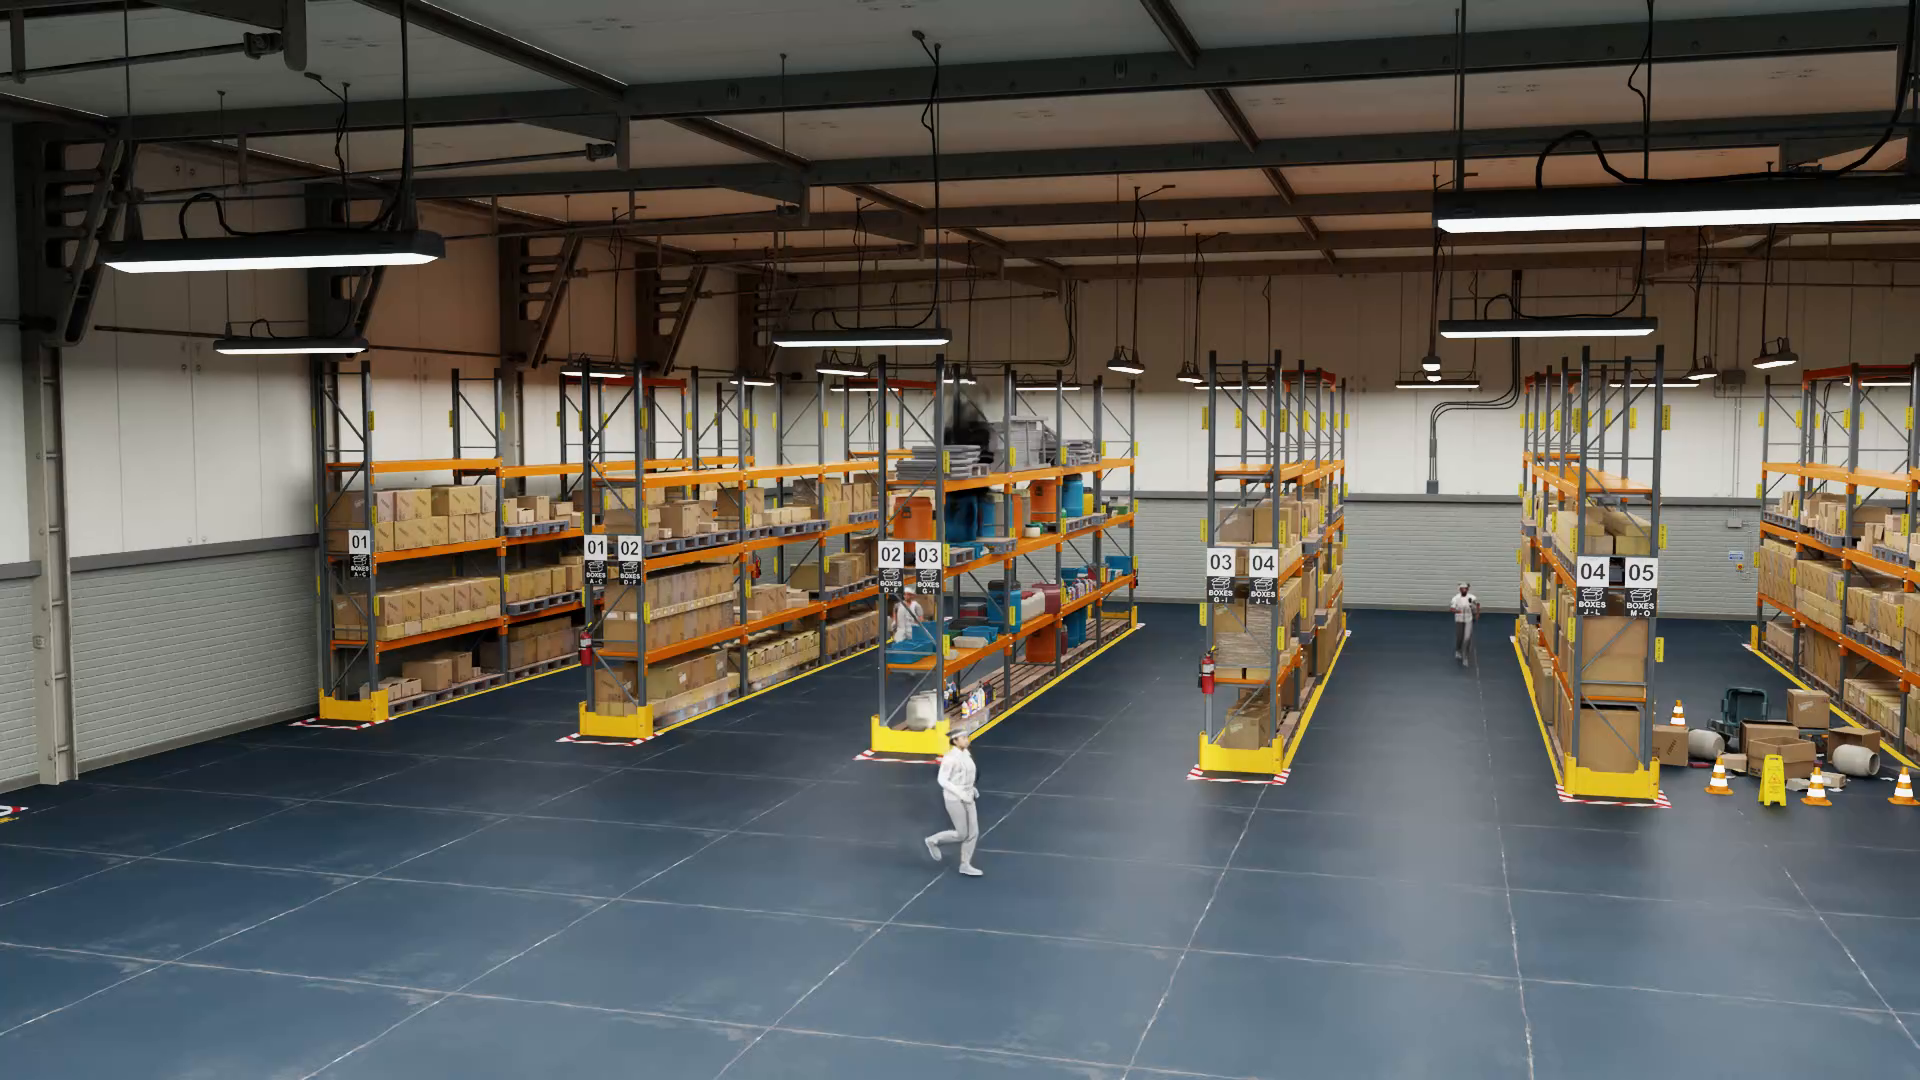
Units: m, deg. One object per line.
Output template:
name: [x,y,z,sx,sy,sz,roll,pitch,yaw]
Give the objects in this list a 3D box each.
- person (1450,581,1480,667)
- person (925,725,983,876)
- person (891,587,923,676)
person: [10.417,1.708,34.327,0.586,1.731,0.920,2,4,20]
person: [-0.042,2.856,18.412,0.700,1.657,0.605,2,5,31]
person: [-1.016,1.773,31.926,0.650,1.758,0.878,0,4,6]
